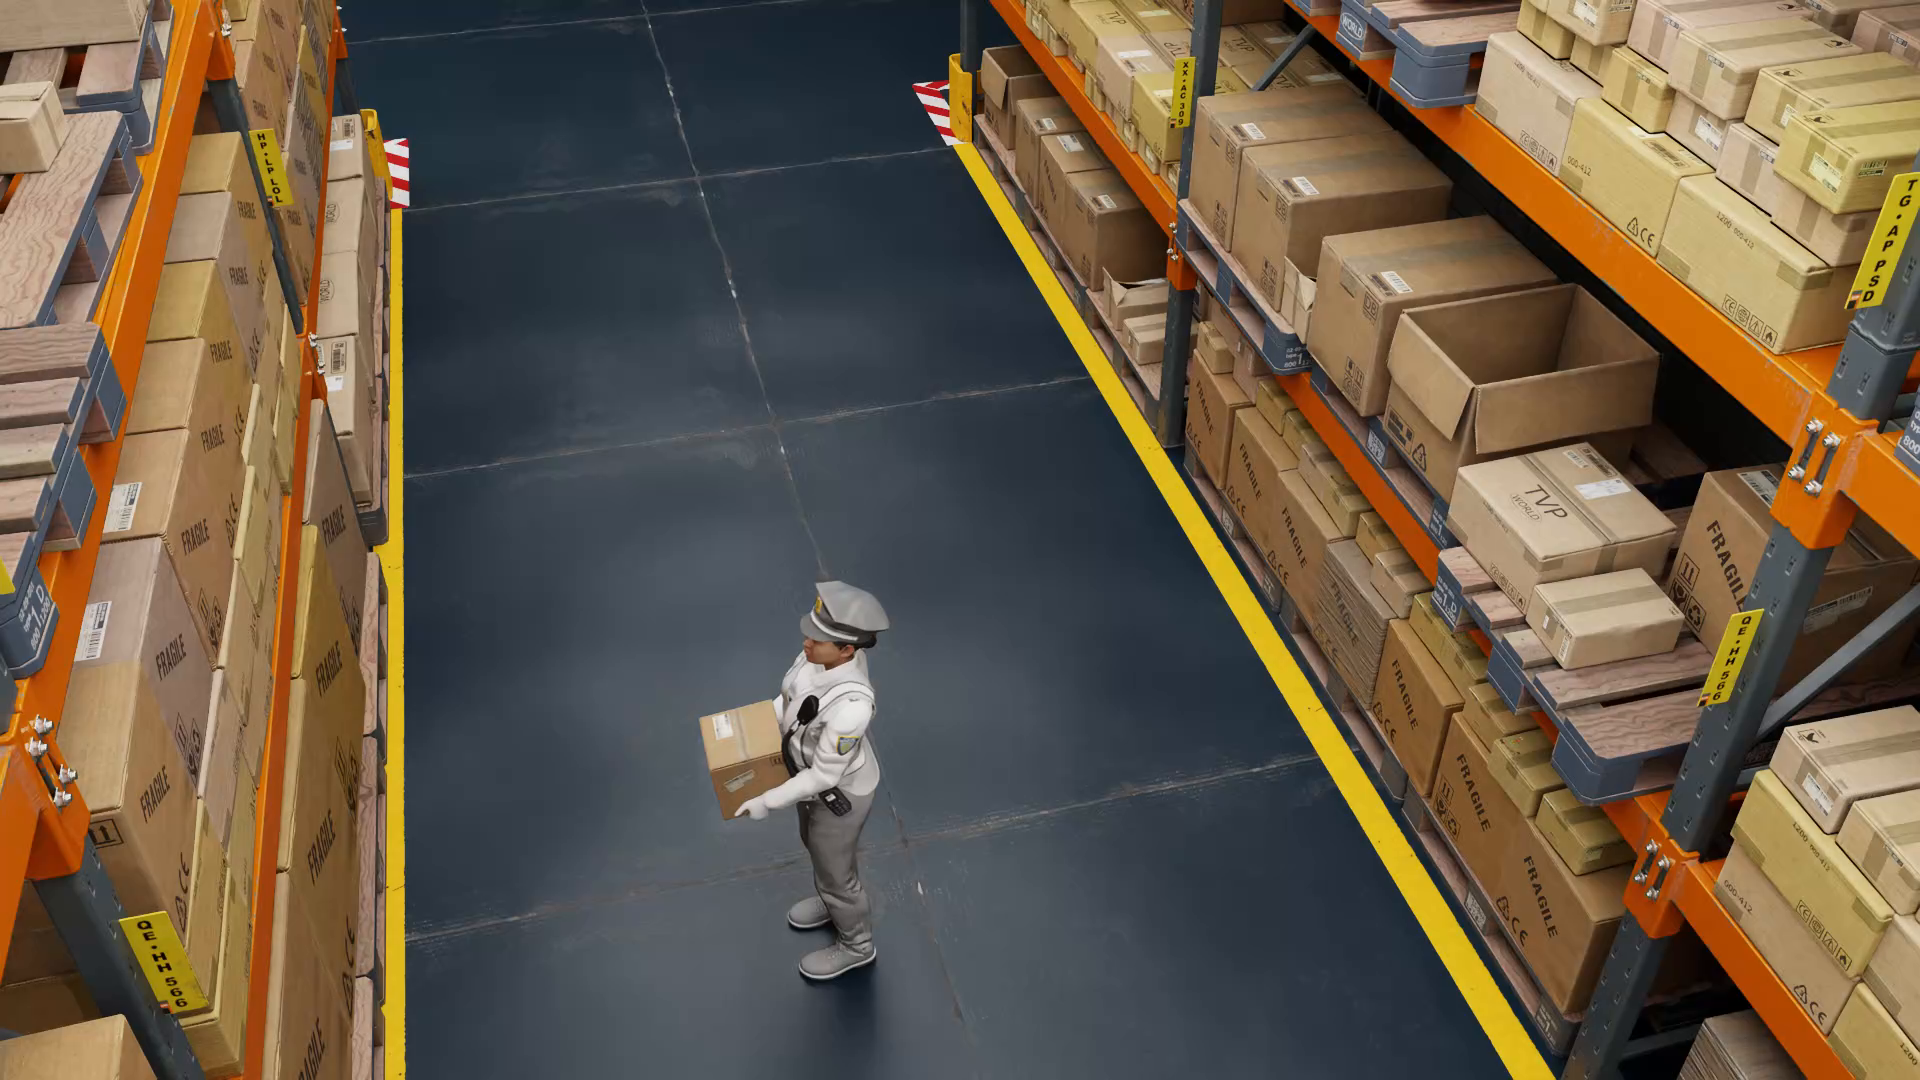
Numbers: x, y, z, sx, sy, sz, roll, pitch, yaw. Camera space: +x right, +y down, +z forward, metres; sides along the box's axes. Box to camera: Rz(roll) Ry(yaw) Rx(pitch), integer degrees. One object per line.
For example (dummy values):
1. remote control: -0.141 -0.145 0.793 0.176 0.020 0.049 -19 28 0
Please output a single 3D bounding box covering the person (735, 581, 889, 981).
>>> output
1. person: -0.504 0.829 5.647 0.556 1.686 0.460 -9 39 -12
